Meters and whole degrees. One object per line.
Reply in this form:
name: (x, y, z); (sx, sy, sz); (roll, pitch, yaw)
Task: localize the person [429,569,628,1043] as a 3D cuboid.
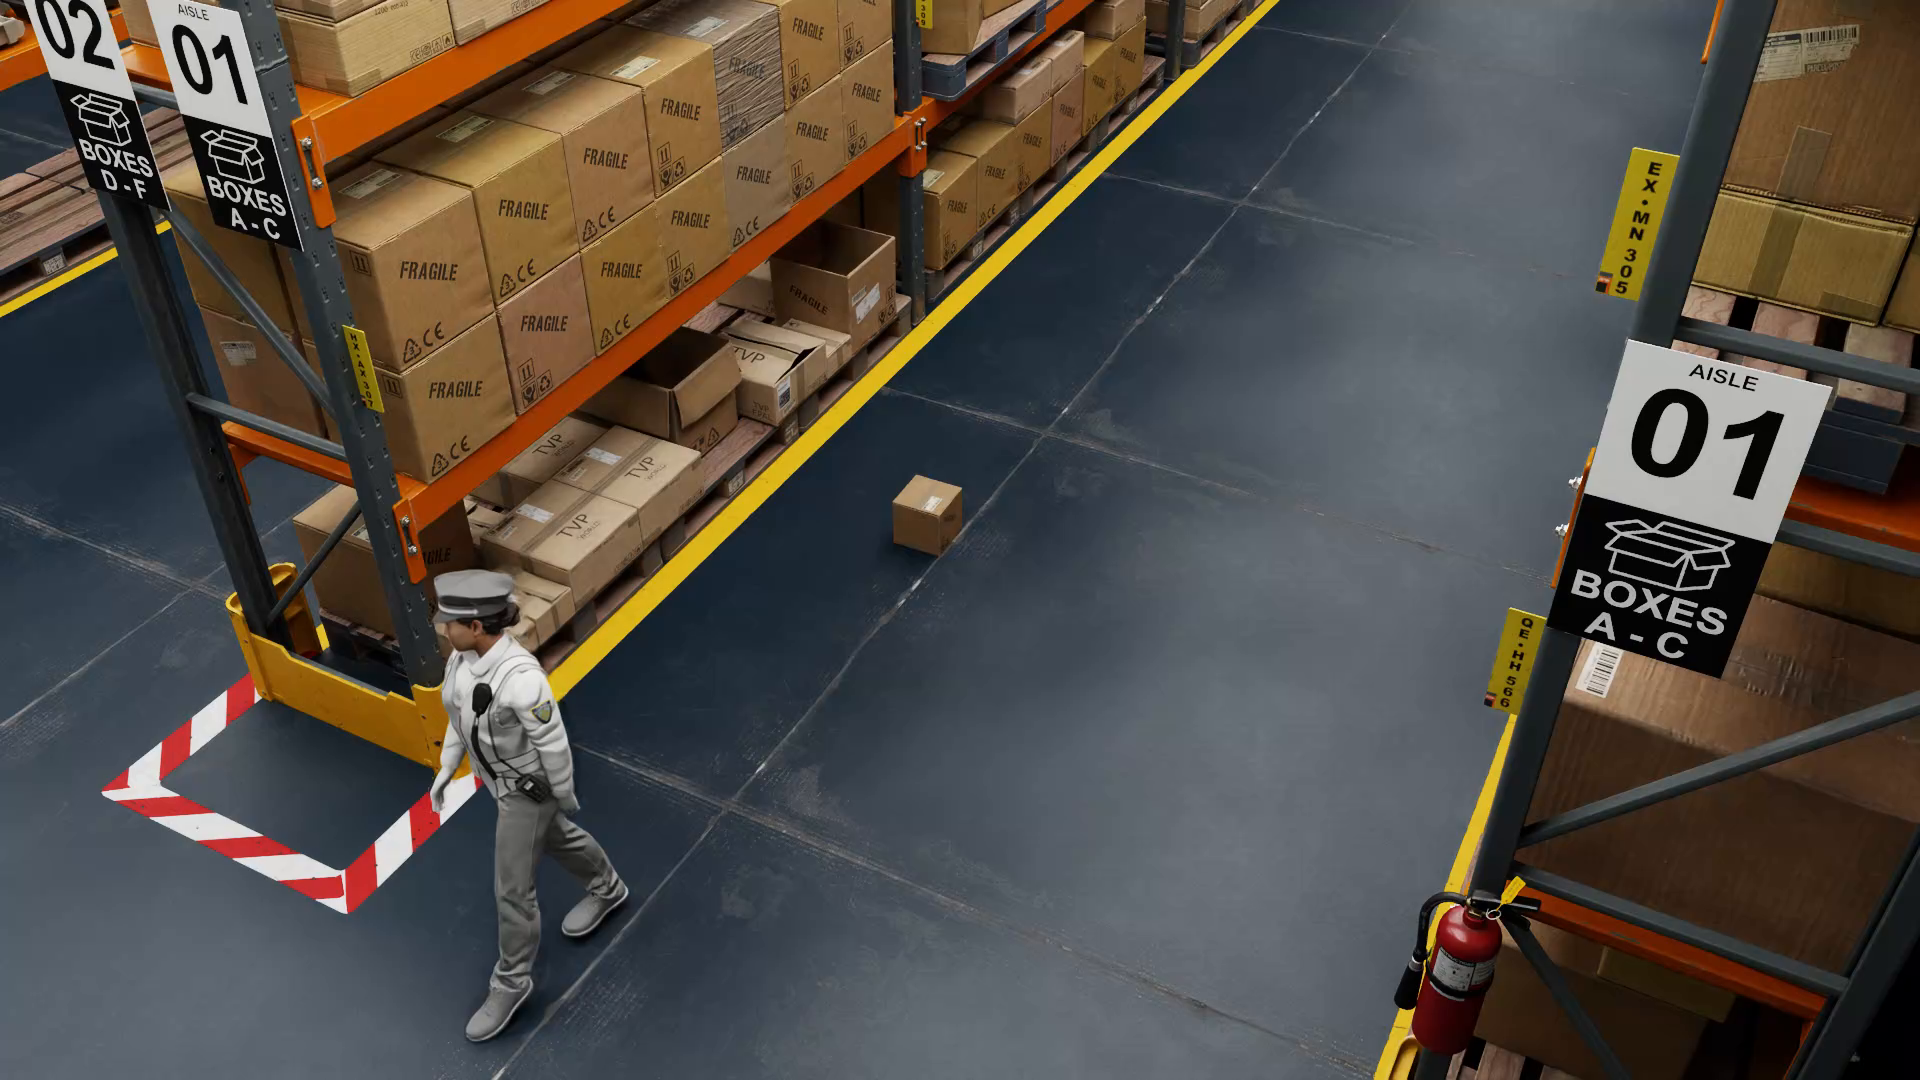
person: (-1.567, 0.855, 5.652); (0.758, 1.665, 0.548); (-26, 45, -29)
